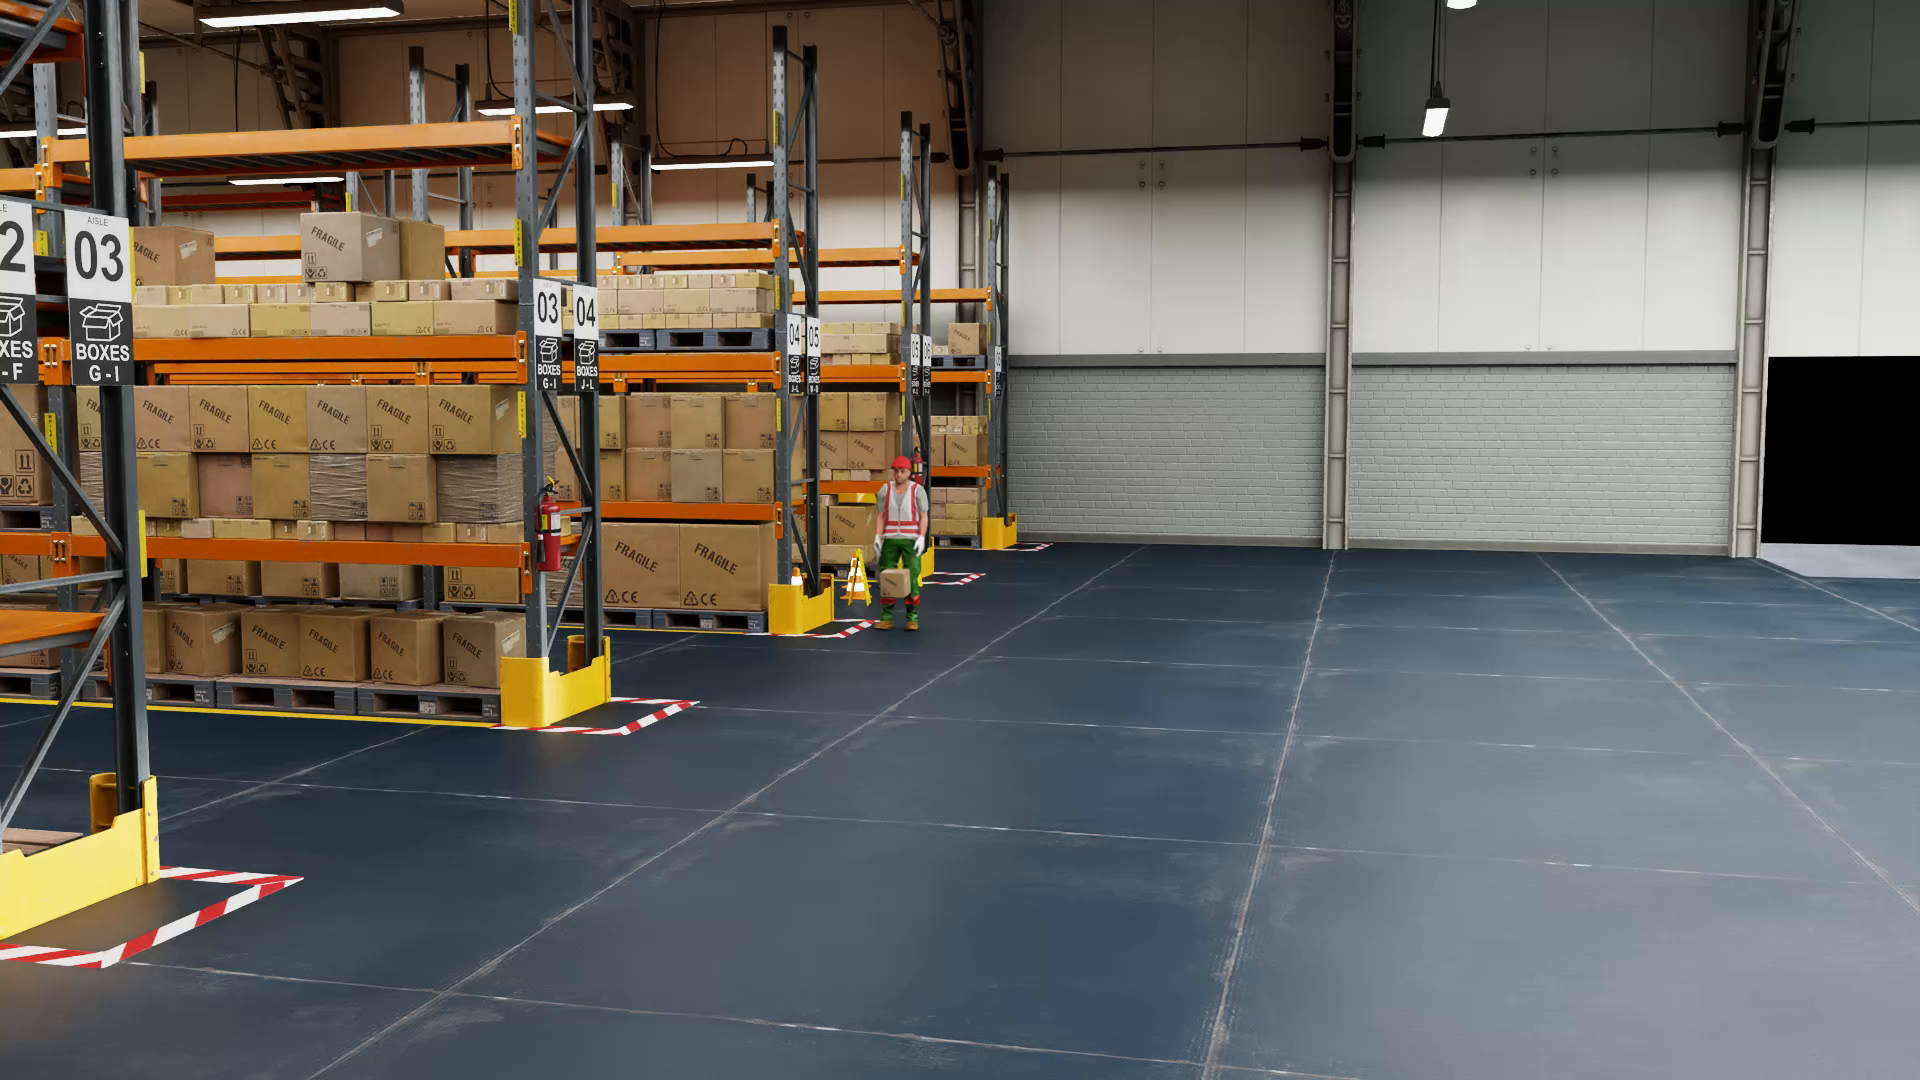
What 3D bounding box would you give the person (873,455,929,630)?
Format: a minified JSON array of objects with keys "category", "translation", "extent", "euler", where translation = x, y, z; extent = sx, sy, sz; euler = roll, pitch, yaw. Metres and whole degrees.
[{"category":"person","translation":[-0.601,0.026,17.023],"extent":[0.553,1.785,0.416],"euler":[1,5,12]}]
